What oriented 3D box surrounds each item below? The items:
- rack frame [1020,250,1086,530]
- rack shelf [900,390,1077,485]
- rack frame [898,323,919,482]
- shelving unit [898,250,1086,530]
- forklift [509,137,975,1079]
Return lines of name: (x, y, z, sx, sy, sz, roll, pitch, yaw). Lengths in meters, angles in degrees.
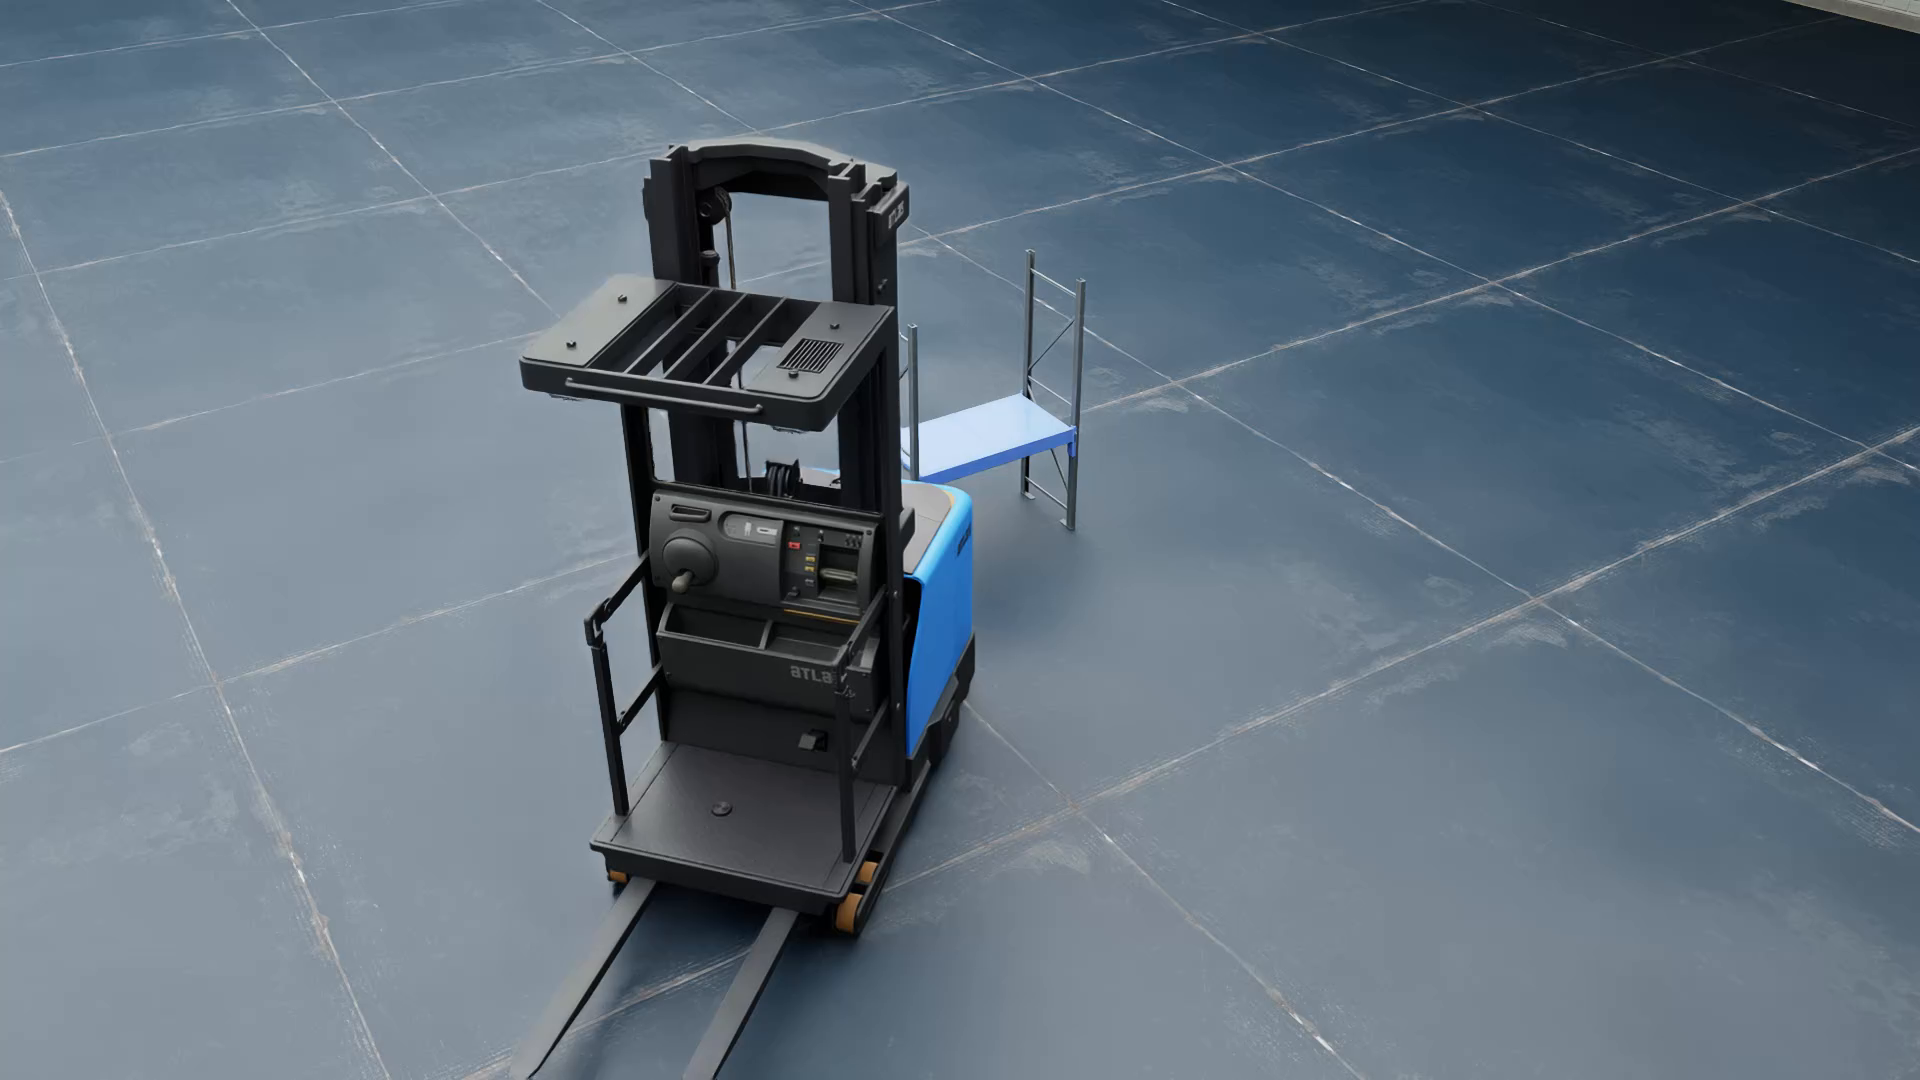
rack frame: (0.499, -0.806, 9.122, 0.032, 1.500, 0.500, -19, 37, -27)
rack shelf: (0.072, -0.507, 8.985, 1.000, 0.185, 0.538, -19, 37, -27)
rack frame: (-0.356, -0.512, 8.656, 0.032, 1.500, 0.500, -19, 37, -27)
shelving unit: (0.072, -0.659, 8.889, 1.048, 1.500, 0.538, -19, 37, -27)
forklift: (-0.836, 0.115, 6.321, 1.130, 2.935, 3.031, 9, 33, 14)
